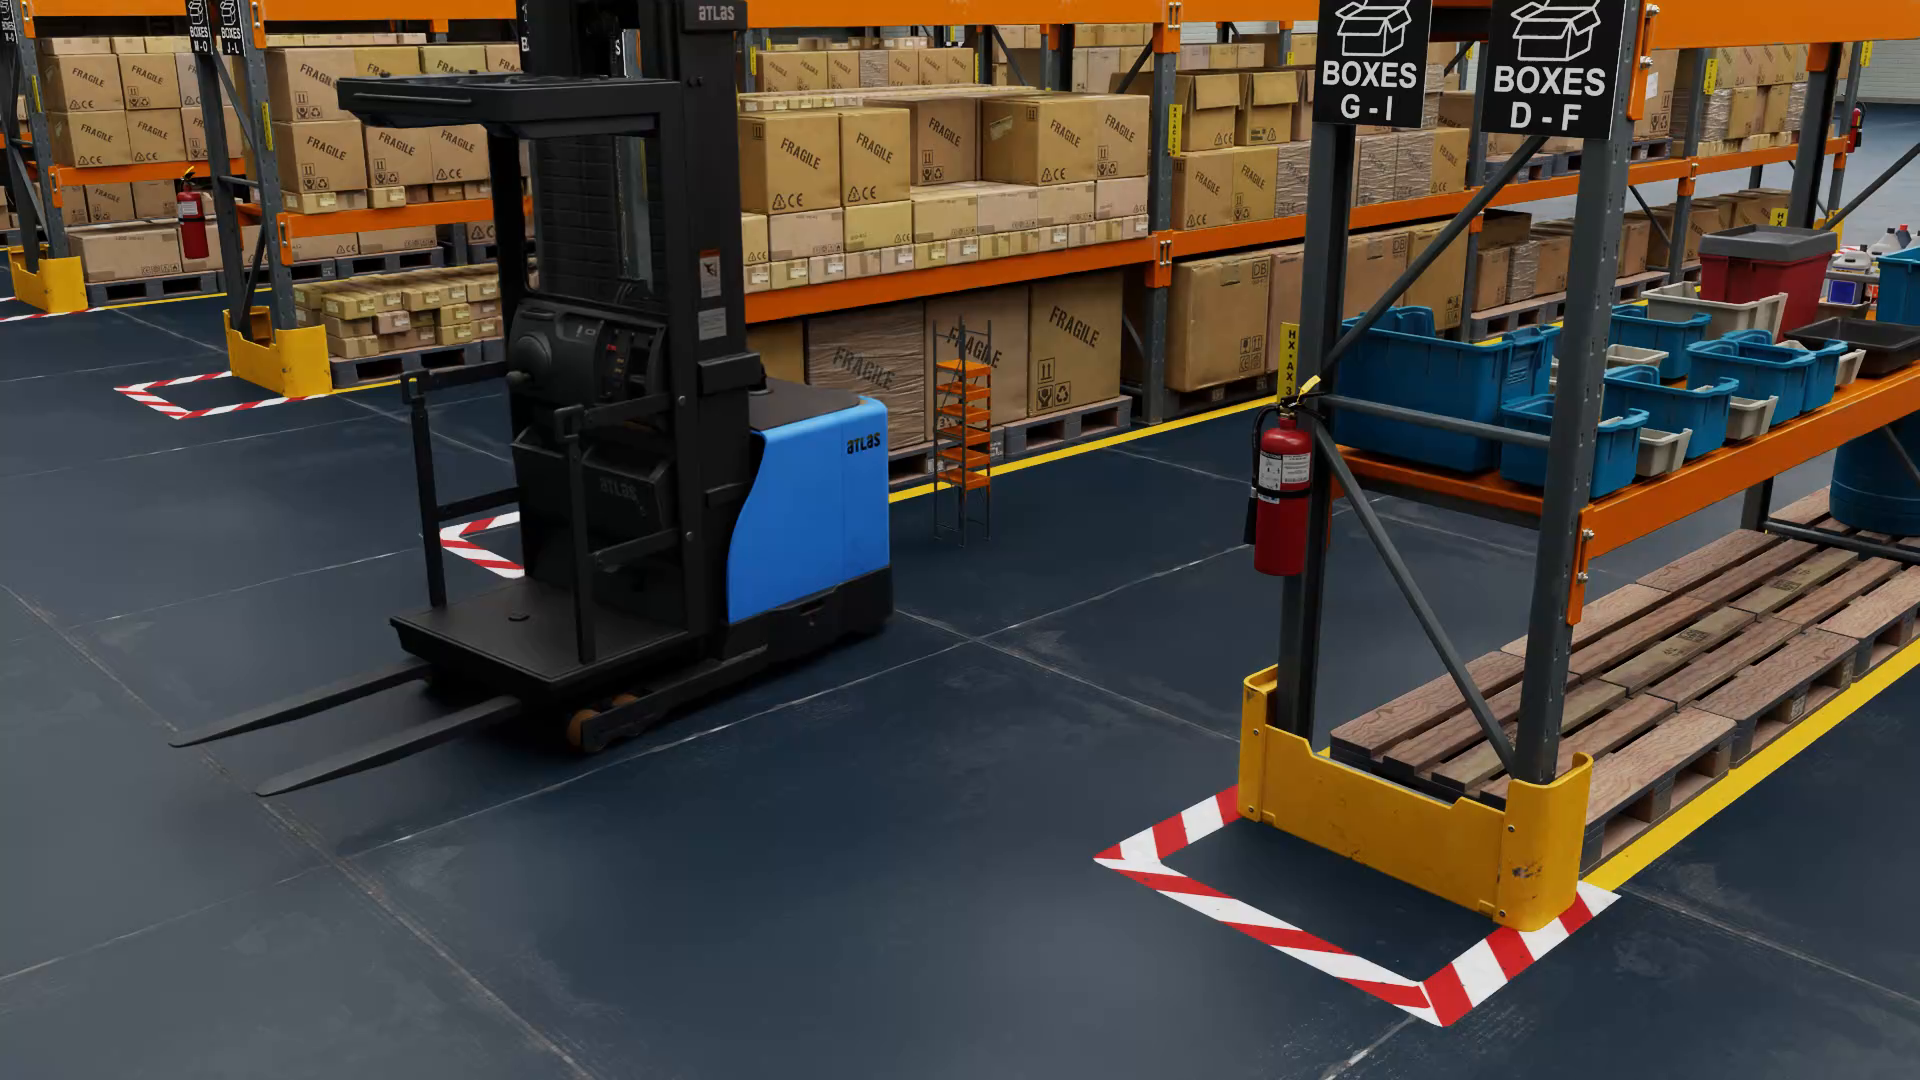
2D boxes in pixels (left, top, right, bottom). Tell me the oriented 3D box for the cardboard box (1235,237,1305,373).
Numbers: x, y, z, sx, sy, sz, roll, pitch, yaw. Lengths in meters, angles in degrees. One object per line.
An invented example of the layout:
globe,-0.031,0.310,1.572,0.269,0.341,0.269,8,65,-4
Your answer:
cardboard box,2.107,-1.843,12.571,1.225,0.875,0.875,17,24,42

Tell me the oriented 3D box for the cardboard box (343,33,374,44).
cardboard box,-6.261,-5.159,17.196,0.250,0.149,0.380,-16,24,-41

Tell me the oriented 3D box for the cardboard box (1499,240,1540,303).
cardboard box,4.781,-2.459,15.046,0.700,0.500,0.500,15,24,39

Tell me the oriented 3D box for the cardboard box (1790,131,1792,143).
cardboard box,8.764,-4.373,18.015,0.250,0.149,0.380,-16,24,-41

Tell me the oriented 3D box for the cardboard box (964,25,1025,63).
cardboard box,0.480,-6.950,23.291,0.500,0.500,0.700,-17,24,-41

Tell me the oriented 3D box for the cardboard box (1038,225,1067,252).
cardboard box,0.450,-1.904,10.400,0.250,0.149,0.380,-16,24,-40

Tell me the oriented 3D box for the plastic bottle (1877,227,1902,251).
plastic bottle,4.853,-1.459,8.702,0.185,0.351,0.144,-16,24,-41

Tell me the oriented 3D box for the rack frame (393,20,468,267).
rack frame,-5.801,-4.546,18.141,0.127,3.000,1.000,-16,24,-41

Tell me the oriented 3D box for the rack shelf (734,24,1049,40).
rack shelf,-0.874,-4.966,15.741,4.000,0.370,1.077,-16,24,-41

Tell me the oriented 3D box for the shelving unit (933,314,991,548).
shelving unit,0.011,-0.574,8.809,0.189,1.200,0.258,-16,24,-41

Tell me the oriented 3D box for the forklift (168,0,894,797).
forklift,-1.638,-0.743,6.525,1.130,2.935,3.031,14,23,38

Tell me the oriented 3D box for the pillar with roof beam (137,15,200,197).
pillar with roof beam,-7.382,-7.601,17.836,0.400,9.000,9.100,-16,24,-41

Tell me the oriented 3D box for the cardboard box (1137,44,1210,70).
cardboard box,2.389,-5.353,18.848,0.500,0.500,0.700,-16,24,-40

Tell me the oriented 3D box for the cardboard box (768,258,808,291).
cardboard box,-1.043,-1.468,9.056,0.250,0.149,0.380,-17,25,-42

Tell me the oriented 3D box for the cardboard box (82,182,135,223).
cardboard box,-10.511,-4.191,20.418,0.500,0.500,0.500,-16,24,-40

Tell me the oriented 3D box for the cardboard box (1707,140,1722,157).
cardboard box,7.374,-3.929,16.645,0.250,0.149,0.380,-16,24,-41

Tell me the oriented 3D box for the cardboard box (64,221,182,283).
cardboard box,-8.297,-2.841,16.358,0.875,0.438,0.875,17,24,42

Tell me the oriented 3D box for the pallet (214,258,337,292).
pallet,-7.294,-2.816,17.327,1.213,0.211,1.003,-16,24,-41

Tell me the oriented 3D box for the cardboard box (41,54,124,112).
cardboard box,-8.163,-4.259,15.474,0.500,0.500,0.500,-17,25,-42

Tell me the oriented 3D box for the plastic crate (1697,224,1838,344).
plastic crate,3.589,-1.141,7.438,0.583,0.464,0.402,-16,24,-41

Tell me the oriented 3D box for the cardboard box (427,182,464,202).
cardboard box,-4.076,-2.732,12.953,0.250,0.149,0.380,-17,24,-41

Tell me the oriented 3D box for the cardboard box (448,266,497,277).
cardboard box,-4.044,-2.170,13.792,0.380,0.149,0.250,17,25,42

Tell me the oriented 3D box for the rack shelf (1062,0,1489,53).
rack shelf,2.460,-3.833,12.247,4.000,0.370,1.077,-16,24,-41

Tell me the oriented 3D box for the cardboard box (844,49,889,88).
cardboard box,-1.285,-6.156,21.782,0.500,0.500,0.500,17,24,42

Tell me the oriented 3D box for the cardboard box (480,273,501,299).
cardboard box,-3.677,-2.055,13.436,0.250,0.149,0.380,-16,24,-40

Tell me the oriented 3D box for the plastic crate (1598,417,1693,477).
plastic crate,2.199,-0.298,5.371,0.298,0.136,0.250,-16,24,-41

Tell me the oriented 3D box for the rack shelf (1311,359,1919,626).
rack shelf,2.957,-0.449,6.672,4.000,0.370,1.077,-16,24,-41

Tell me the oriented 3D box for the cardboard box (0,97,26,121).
cardboard box,-11.240,-5.022,19.372,0.500,0.250,0.500,-16,24,-40

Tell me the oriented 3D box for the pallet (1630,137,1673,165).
pallet,6.165,-3.799,16.150,1.213,0.211,1.003,-16,24,-41

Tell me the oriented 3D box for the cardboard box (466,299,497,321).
cardboard box,-3.933,-1.873,13.358,0.380,0.149,0.250,16,24,41

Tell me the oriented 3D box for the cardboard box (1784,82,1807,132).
cardboard box,8.634,-4.717,18.025,0.500,0.500,0.875,-16,24,-41

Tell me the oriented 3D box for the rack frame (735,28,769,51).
rack frame,-3.402,-7.352,26.798,0.127,3.000,1.000,-16,24,-41

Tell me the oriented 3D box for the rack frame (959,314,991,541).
rack frame,0.077,-0.593,8.869,0.006,1.200,0.240,-16,24,-41

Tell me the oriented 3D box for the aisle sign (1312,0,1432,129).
aisle sign,1.250,-1.654,5.008,0.004,0.787,0.394,-16,24,-41

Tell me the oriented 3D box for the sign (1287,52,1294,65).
sign,3.866,-5.546,19.479,0.005,0.325,0.100,-16,24,-41

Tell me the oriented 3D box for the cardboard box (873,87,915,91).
cardboard box,-0.652,-4.392,16.428,0.250,0.149,0.380,-15,23,-38

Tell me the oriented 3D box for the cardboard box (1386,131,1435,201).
cardboard box,3.359,-2.955,13.074,0.500,0.500,0.500,-17,24,-41

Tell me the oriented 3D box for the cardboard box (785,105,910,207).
cardboard box,-0.629,-2.162,9.335,0.500,0.500,0.500,-17,25,-42

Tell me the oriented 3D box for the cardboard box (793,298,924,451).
cardboard box,-0.828,-1.013,10.008,0.875,0.875,0.875,-16,24,-41

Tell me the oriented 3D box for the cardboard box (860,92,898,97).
cardboard box,-0.786,-4.075,15.453,0.250,0.149,0.380,-15,23,-39

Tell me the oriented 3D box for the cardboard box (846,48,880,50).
cardboard box,-1.258,-6.386,22.494,0.500,0.500,0.500,-16,24,-41

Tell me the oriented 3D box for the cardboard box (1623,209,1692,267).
cardboard box,7.138,-3.106,17.074,0.500,0.500,0.500,17,25,42

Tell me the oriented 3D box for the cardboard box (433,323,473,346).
cardboard box,-4.062,-1.651,13.153,0.250,0.149,0.380,-16,24,-40

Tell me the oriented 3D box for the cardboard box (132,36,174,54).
cardboard box,-7.672,-4.704,15.793,0.380,0.149,0.250,17,25,42

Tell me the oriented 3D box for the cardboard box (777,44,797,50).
cardboard box,-2.850,-7.931,26.885,0.250,0.149,0.380,-16,24,-40

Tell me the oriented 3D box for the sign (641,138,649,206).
sign,-1.522,-1.801,8.144,0.005,0.325,0.100,-16,24,-41

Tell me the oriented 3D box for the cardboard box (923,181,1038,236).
cardboard box,0.122,-2.024,10.125,0.500,0.250,0.500,-16,24,-40

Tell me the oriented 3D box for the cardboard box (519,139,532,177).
cardboard box,-3.615,-3.162,13.229,0.500,0.500,0.500,-17,25,-42

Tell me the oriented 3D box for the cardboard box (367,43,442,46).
cardboard box,-4.332,-3.647,13.104,0.500,0.500,0.500,-15,23,-38

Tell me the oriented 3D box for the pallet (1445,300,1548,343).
pallet,4.482,-2.011,14.845,1.213,0.211,1.003,-16,24,-41

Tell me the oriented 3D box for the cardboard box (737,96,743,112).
cardboard box,-2.170,-3.950,15.065,0.250,0.149,0.380,-15,23,-38
